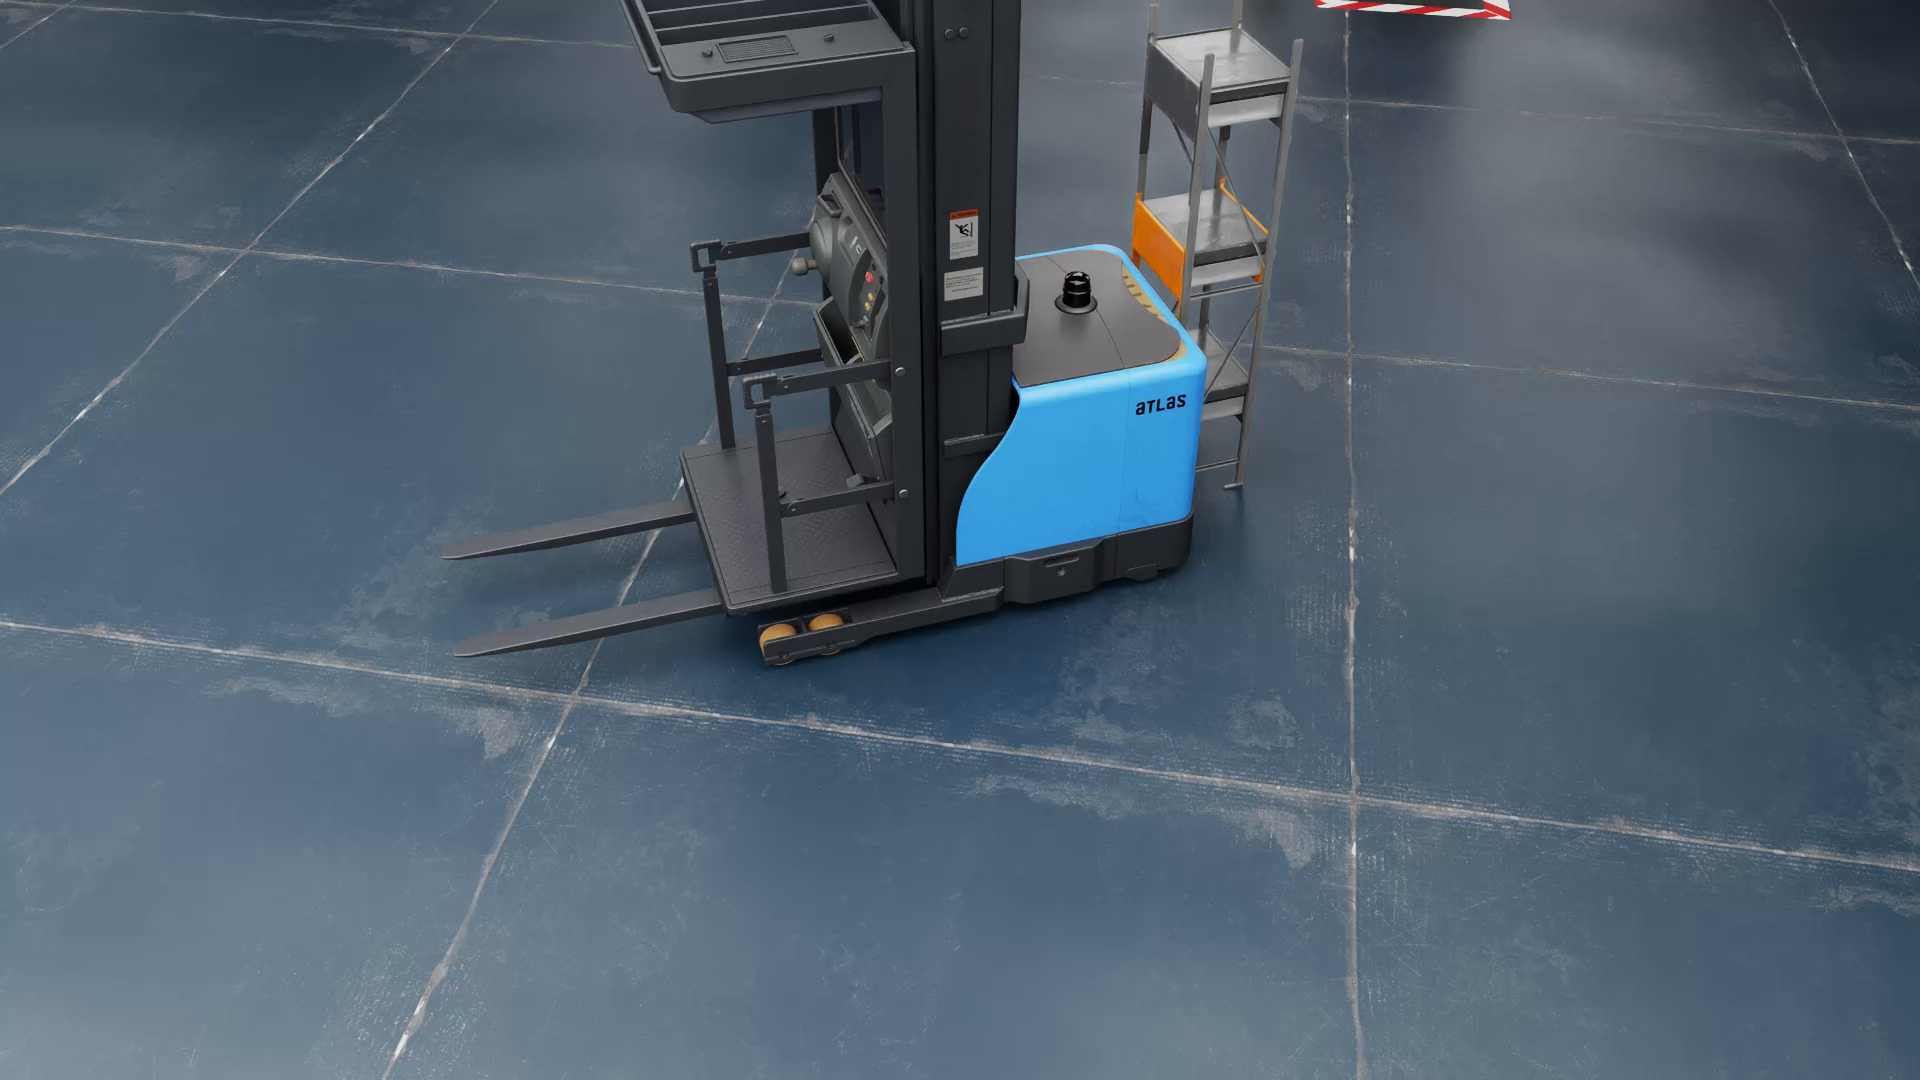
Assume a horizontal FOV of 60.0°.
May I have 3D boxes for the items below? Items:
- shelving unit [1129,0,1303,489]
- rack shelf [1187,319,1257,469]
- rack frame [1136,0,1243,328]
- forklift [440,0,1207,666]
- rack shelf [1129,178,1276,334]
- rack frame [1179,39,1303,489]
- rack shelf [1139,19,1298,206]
[{"bbox_3d":[1.011,-1.166,7.012,0.431,2.100,0.503,-13,41,-15],"label":"shelving unit"},{"bbox_3d":[1.011,-0.616,7.467,0.431,0.518,0.480,-13,41,-15],"label":"rack shelf"},{"bbox_3d":[0.931,-1.312,7.190,0.400,2.100,0.015,-13,41,-15],"label":"rack frame"},{"bbox_3d":[-0.598,-1.008,6.169,3.031,2.935,1.130,-11,41,-14],"label":"forklift"},{"bbox_3d":[1.011,-1.155,7.021,0.431,0.518,0.480,-13,41,-15],"label":"rack shelf"},{"bbox_3d":[1.092,-1.019,6.835,0.400,2.100,0.015,-13,41,-15],"label":"rack frame"},{"bbox_3d":[1.011,-1.695,6.575,0.431,0.518,0.480,-13,41,-15],"label":"rack shelf"}]
